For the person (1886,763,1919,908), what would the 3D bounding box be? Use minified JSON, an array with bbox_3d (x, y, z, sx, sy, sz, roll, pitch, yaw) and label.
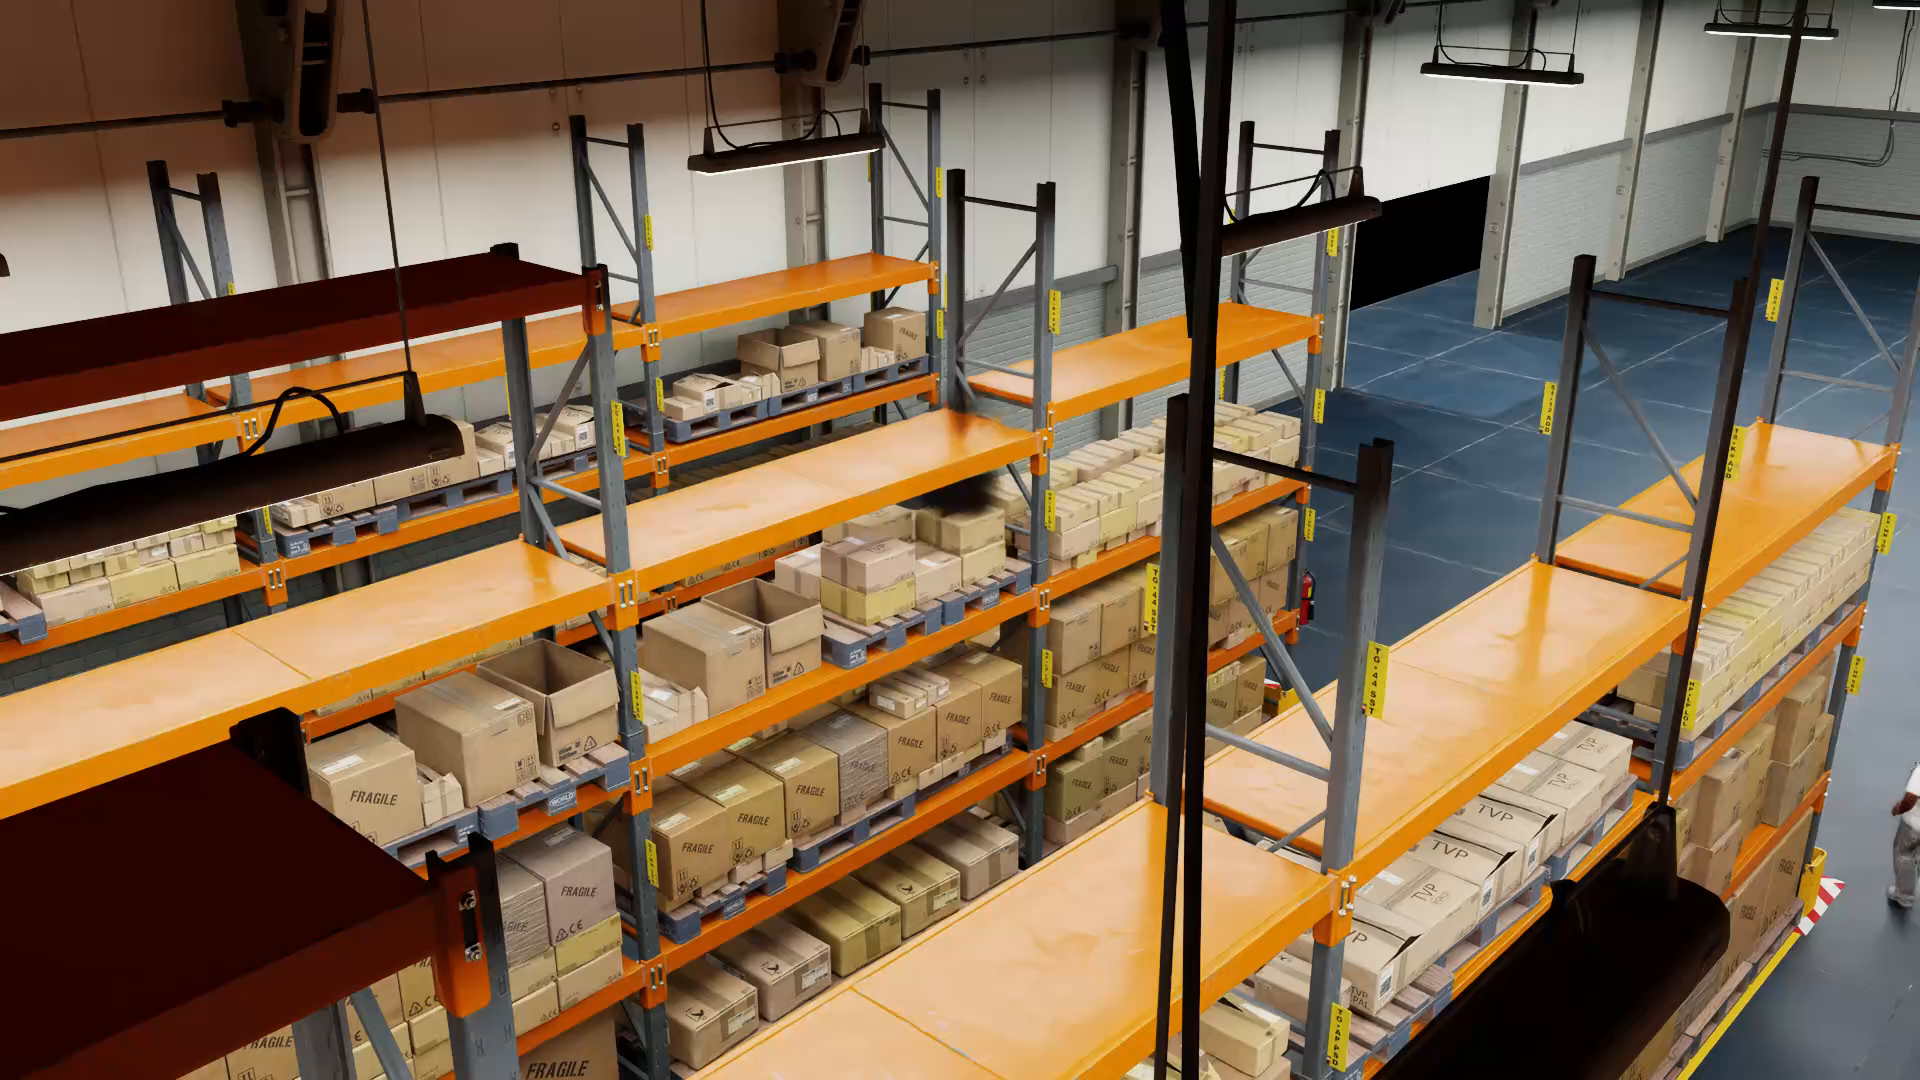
[{"bbox_3d":[7.979,2.344,13.629,0.714,1.738,0.779,0,21,-1],"label":"person"}]
